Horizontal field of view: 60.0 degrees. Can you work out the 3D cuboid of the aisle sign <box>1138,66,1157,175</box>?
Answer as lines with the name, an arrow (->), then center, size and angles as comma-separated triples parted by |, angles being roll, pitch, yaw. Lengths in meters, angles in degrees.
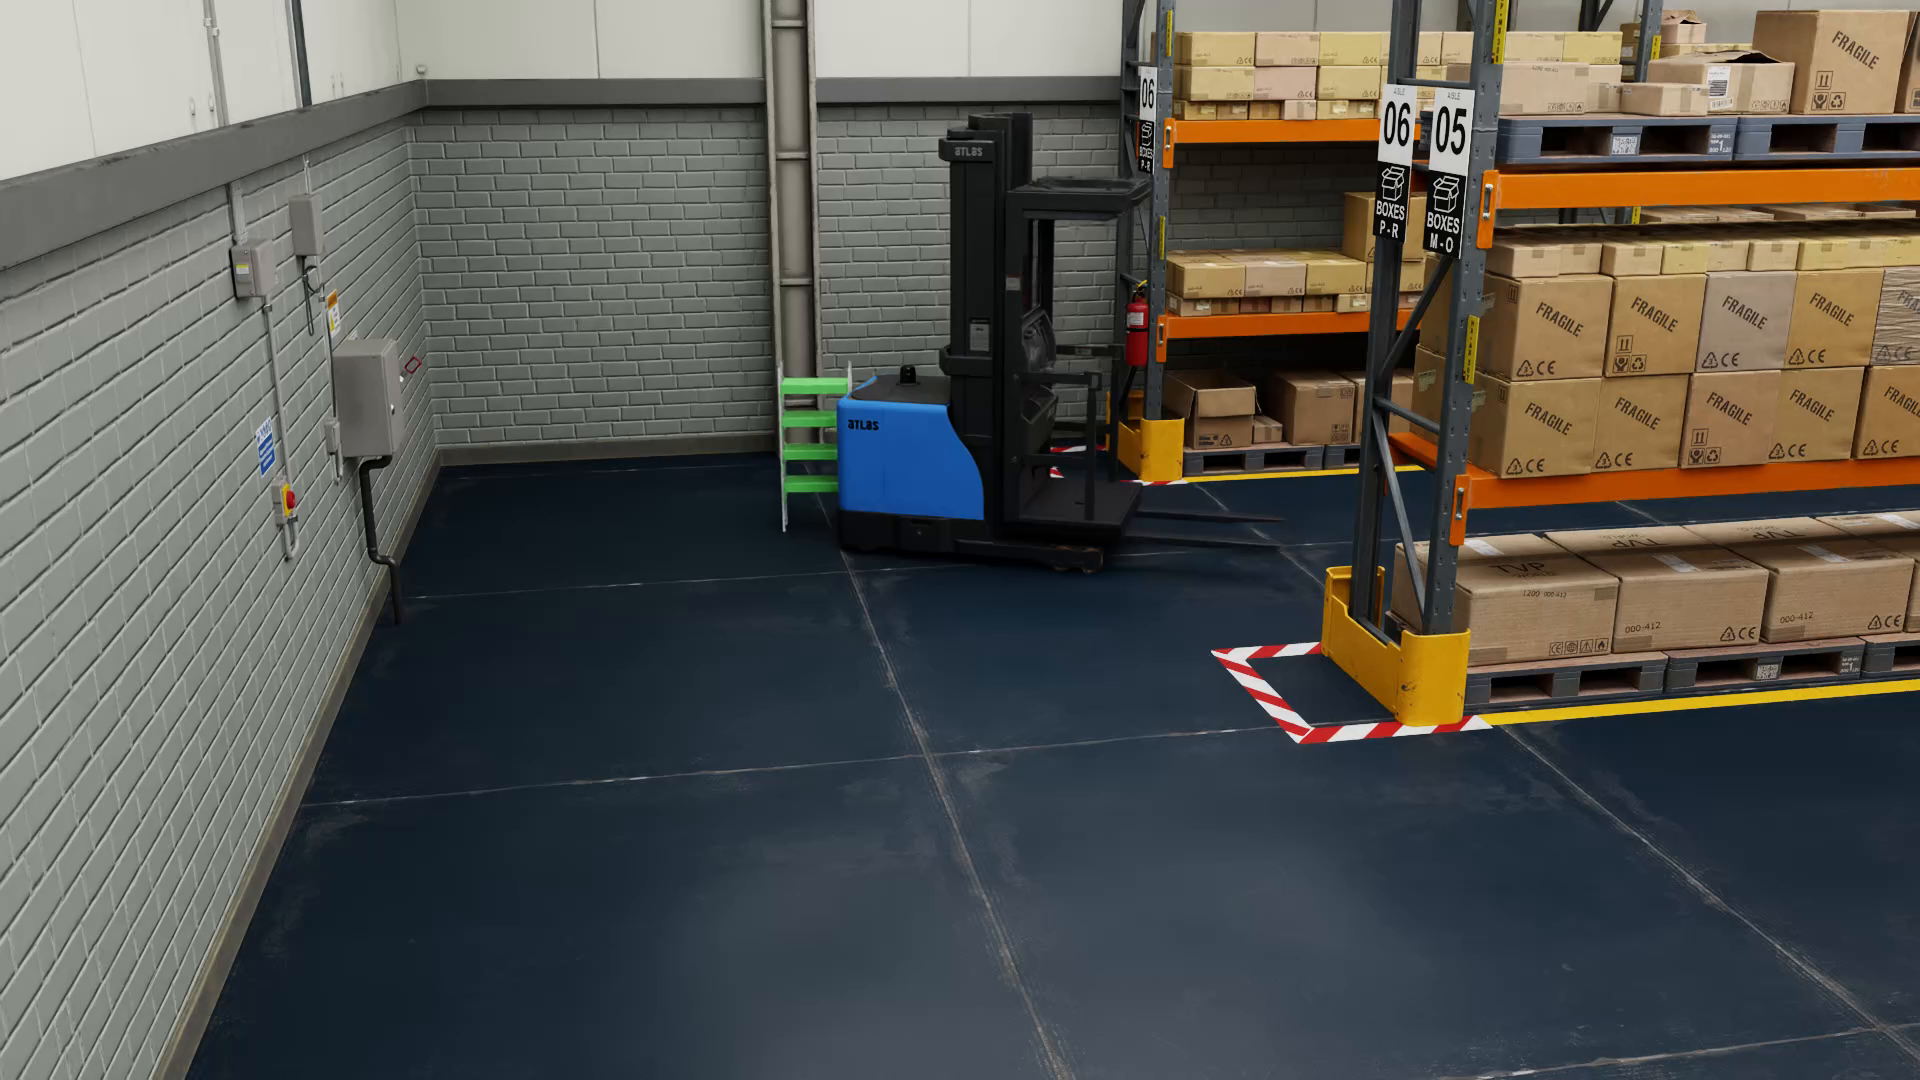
aisle sign -> 1.438, -3.223, 12.767 | 0.004, 0.787, 0.394 | -3, 17, -10

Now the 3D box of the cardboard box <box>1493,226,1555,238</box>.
cardboard box -> 2.954, -1.572, 8.844 | 0.250, 0.149, 0.380 | -3, 17, -9

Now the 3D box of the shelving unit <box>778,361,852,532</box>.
shelving unit -> -1.027, -0.667, 11.939 | 0.503, 1.200, 0.258 | 0, 17, -1

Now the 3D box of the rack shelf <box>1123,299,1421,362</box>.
rack shelf -> 3.413, -1.836, 13.905 | 4.000, 0.370, 1.077 | -3, 17, -10

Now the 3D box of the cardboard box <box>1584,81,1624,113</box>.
cardboard box -> 3.216, -2.297, 8.616 | 0.250, 0.149, 0.380 | -5, 18, -15

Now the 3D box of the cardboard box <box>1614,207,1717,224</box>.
cardboard box -> 5.894, -2.502, 13.964 | 0.500, 0.500, 0.700 | -3, 17, -9

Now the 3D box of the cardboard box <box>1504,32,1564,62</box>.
cardboard box -> 4.430, -3.906, 13.209 | 0.500, 0.250, 0.500 | -4, 17, -11

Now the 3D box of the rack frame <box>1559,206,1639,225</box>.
rack frame -> 5.377, -2.291, 14.162 | 0.127, 3.000, 1.000 | -3, 17, -10

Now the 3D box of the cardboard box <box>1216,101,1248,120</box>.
cardboard box -> 2.059, -3.355, 12.945 | 0.250, 0.149, 0.380 | -3, 17, -9

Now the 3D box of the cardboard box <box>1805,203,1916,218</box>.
cardboard box -> 7.736, -2.620, 14.341 | 0.637, 0.503, 0.797 | -4, 17, -12

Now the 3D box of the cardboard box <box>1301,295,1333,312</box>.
cardboard box -> 2.836, -1.952, 13.487 | 0.250, 0.149, 0.380 | -3, 17, -10

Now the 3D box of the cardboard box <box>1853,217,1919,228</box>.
cardboard box -> 5.216, -1.712, 9.299 | 0.250, 0.149, 0.380 | -3, 17, -11

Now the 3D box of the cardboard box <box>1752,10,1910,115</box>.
cardboard box -> 4.402, -2.437, 8.472 | 0.500, 0.500, 0.500 | -3, 17, -9

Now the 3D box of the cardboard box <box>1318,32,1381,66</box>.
cardboard box -> 2.926, -3.819, 12.925 | 0.500, 0.250, 0.500 | -4, 17, -11

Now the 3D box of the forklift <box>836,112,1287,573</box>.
forklift -> 0.719, -1.351, 11.218 | 3.031, 2.935, 1.130 | 4, 18, 13

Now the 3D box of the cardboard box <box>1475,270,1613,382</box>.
cardboard box -> 2.920, -1.108, 8.437 | 0.500, 0.500, 0.500 | -4, 17, -12

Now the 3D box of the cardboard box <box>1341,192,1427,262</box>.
cardboard box -> 3.419, -2.529, 13.407 | 0.500, 0.500, 0.500 | -3, 17, -9

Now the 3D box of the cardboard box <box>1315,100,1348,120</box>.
cardboard box -> 2.834, -3.365, 12.978 | 0.250, 0.149, 0.380 | -3, 17, -11

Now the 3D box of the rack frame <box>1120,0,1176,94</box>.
rack frame -> 1.449, -4.936, 12.556 | 0.127, 3.000, 1.000 | -3, 17, -10

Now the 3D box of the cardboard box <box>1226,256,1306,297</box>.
cardboard box -> 2.441, -2.115, 13.336 | 0.500, 0.250, 0.500 | -3, 17, -10

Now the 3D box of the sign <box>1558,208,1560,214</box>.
sign -> 5.268, -3.004, 14.512 | 0.005, 0.325, 0.100 | -3, 17, -10

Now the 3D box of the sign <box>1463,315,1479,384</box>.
sign -> 2.494, -0.929, 8.118 | 0.005, 0.325, 0.100 | -3, 17, -10

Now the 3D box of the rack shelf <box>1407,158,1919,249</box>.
rack shelf -> 4.358, -1.839, 8.807 | 4.000, 0.370, 1.077 | -3, 17, -10

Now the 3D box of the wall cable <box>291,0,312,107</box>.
wall cable -> -3.768, -4.147, 9.924 | 0.133, 3.039, 2.988 | -3, 17, -10

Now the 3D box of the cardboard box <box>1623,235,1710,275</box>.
cardboard box -> 3.571, -1.450, 8.445 | 0.250, 0.149, 0.380 | -4, 17, -12

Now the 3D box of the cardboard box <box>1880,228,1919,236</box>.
cardboard box -> 5.070, -1.549, 8.769 | 0.250, 0.149, 0.380 | -3, 17, -11

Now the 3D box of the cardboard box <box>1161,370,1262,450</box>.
cardboard box -> 2.068, -1.082, 13.764 | 0.637, 0.503, 0.797 | -4, 18, -13

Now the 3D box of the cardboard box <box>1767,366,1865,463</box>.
cardboard box -> 4.403, -0.721, 8.881 | 0.500, 0.500, 0.500 | -3, 17, -9

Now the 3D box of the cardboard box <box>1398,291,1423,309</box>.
cardboard box -> 3.593, -2.000, 13.641 | 0.250, 0.149, 0.380 | -3, 17, -11

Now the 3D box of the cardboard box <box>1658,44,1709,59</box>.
cardboard box -> 5.753, -3.886, 13.281 | 0.250, 0.149, 0.380 | -3, 17, -9

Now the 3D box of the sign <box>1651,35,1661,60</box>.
sign -> 5.487, -3.816, 13.138 | 0.005, 0.325, 0.100 | -3, 17, -10

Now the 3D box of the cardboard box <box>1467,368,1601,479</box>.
cardboard box -> 2.920, -0.629, 8.582 | 0.500, 0.500, 0.500 | -3, 17, -11

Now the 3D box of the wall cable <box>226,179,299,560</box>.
wall cable -> -3.137, -0.817, 7.580 | 0.123, 1.953, 0.585 | -3, 17, -10

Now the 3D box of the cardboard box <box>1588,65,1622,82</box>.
cardboard box -> 4.950, -3.696, 13.378 | 0.500, 0.250, 0.500 | -3, 17, -10

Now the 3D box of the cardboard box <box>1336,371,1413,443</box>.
cardboard box -> 3.453, -1.118, 13.885 | 0.500, 0.500, 0.500 | -3, 17, -9

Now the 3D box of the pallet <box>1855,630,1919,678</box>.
pallet -> 5.561, 0.492, 9.849 | 1.213, 0.211, 1.003 | -3, 17, -10

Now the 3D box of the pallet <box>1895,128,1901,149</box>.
pallet -> 5.517, -2.209, 8.938 | 1.213, 0.211, 1.003 | -3, 17, -10

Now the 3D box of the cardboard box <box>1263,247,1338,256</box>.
cardboard box -> 2.844, -2.295, 13.925 | 0.500, 0.250, 0.500 | -3, 17, -9

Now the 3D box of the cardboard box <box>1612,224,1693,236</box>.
cardboard box -> 3.716, -1.607, 8.957 | 0.250, 0.149, 0.380 | -3, 17, -11

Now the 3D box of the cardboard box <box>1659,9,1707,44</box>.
cardboard box -> 5.739, -4.110, 13.305 | 0.258, 0.266, 0.396 | -3, 17, -11

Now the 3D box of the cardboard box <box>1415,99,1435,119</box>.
cardboard box -> 3.574, -3.405, 13.109 | 0.250, 0.149, 0.380 | -3, 17, -9

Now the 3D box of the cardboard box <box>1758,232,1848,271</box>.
cardboard box -> 4.326, -1.488, 8.568 | 0.250, 0.149, 0.380 | -4, 17, -12

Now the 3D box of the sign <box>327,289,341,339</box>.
sign -> -3.585, -1.298, 9.522 | 0.001, 0.242, 0.339 | -3, 17, -10

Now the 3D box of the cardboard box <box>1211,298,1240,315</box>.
cardboard box -> 2.065, -1.915, 13.365 | 0.250, 0.149, 0.380 | -3, 17, -9

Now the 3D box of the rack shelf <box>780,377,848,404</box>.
rack shelf -> -1.027, -1.065, 11.816 | 0.480, 0.148, 0.258 | 0, 17, -1

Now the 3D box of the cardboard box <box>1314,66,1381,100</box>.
cardboard box -> 2.937, -3.578, 12.991 | 0.500, 0.250, 0.500 | -4, 17, -12

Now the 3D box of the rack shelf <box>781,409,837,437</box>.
rack shelf -> -1.027, -0.835, 11.887 | 0.480, 0.148, 0.258 | 0, 17, -1

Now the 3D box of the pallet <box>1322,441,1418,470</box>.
pallet -> 3.502, -0.851, 14.223 | 1.213, 0.211, 1.003 | -3, 17, -10

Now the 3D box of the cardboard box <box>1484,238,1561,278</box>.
cardboard box -> 2.796, -1.413, 8.327 | 0.250, 0.149, 0.380 | -3, 17, -9

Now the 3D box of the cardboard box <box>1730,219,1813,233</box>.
cardboard box -> 4.464, -1.674, 9.175 | 0.250, 0.149, 0.380 | -3, 17, -10

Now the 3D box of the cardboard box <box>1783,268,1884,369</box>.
cardboard box -> 4.419, -1.198, 8.729 | 0.500, 0.500, 0.500 | -3, 17, -10

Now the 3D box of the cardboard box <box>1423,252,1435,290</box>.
cardboard box -> 3.942, -2.207, 13.636 | 0.500, 0.250, 0.500 | -3, 17, -11

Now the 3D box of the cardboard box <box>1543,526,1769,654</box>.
cardboard box -> 3.921, 0.267, 9.481 | 0.875, 0.438, 0.875 | -3, 17, -9

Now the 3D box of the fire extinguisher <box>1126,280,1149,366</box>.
fire extinguisher -> 1.393, -1.712, 13.042 | 0.183, 0.674, 0.296 | -3, 17, -10
